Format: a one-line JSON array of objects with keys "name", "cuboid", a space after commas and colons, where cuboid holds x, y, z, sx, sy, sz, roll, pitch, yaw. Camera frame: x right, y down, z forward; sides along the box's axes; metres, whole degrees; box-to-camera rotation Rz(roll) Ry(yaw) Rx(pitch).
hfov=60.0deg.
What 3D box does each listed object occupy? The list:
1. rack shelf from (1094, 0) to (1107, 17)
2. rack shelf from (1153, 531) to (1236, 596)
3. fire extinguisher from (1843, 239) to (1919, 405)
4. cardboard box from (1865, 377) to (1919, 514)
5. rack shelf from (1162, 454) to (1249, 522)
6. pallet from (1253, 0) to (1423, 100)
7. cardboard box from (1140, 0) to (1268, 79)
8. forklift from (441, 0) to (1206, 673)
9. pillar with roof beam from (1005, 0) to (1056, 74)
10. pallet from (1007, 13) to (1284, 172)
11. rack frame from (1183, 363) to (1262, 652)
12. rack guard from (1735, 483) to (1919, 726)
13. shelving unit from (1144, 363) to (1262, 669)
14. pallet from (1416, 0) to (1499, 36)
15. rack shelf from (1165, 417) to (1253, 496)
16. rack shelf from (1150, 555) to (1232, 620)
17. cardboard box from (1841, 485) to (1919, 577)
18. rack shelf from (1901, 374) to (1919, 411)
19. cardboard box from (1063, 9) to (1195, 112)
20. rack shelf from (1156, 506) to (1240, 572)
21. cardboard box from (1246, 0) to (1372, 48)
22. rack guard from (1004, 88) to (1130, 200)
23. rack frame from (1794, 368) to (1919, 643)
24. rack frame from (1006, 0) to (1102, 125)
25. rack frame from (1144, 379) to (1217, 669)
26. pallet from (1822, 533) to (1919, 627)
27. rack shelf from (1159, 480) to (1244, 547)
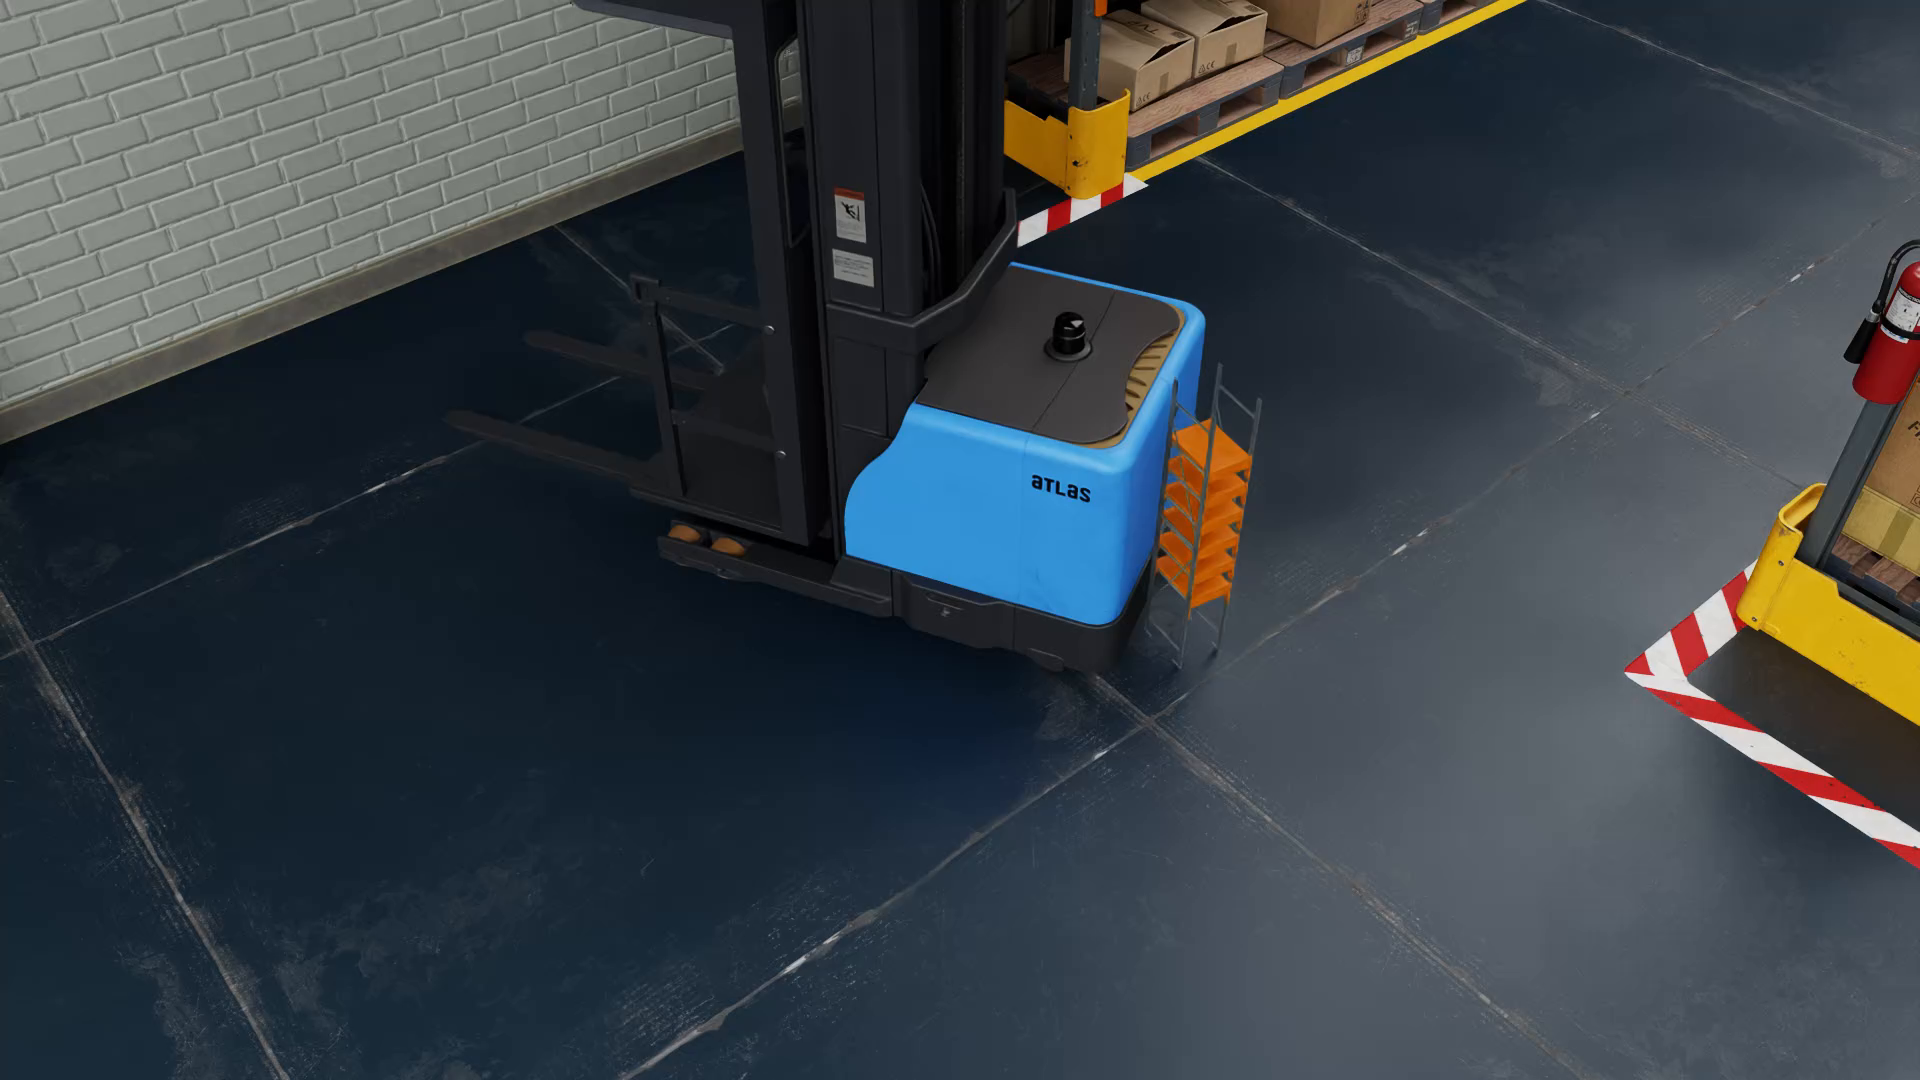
[{"name": "rack shelf", "cuboid": [1.860, -3.807, 9.138, 4.000, 0.370, 1.077, -30, 51, -28]}, {"name": "rack shelf", "cuboid": [0.850, 0.062, 6.045, 0.180, 0.103, 0.258, -21, 47, -22]}, {"name": "fire extinguisher", "cuboid": [3.118, -0.755, 5.419, 0.183, 0.674, 0.296, -30, 51, -28]}, {"name": "cardboard box", "cuboid": [3.728, -0.407, 6.146, 0.500, 0.500, 0.500, -30, 51, -28]}, {"name": "rack shelf", "cuboid": [0.853, -0.202, 5.801, 0.180, 0.103, 0.258, -21, 47, -22]}, {"name": "pallet", "cuboid": [1.965, -3.079, 9.874, 1.213, 0.211, 1.003, -30, 51, -28]}, {"name": "cardboard box", "cuboid": [1.352, -2.878, 9.266, 0.500, 0.311, 0.500, -26, 49, -25]}, {"name": "forklift", "cuboid": [-0.651, -1.230, 5.919, 3.031, 2.935, 1.130, 16, 45, 16]}, {"name": "pillar with roof beam", "cuboid": [3.070, -3.878, 4.306, 0.400, 9.000, 9.100, -30, 51, -28]}, {"name": "pallet", "cuboid": [1.030, -2.546, 9.306, 1.213, 0.211, 1.003, -30, 51, -28]}, {"name": "rack frame", "cuboid": [0.931, -0.089, 5.967, 0.006, 1.200, 0.240, -21, 47, -22]}, {"name": "rack guard", "cuboid": [3.489, 0.331, 6.032, 0.348, 0.500, 1.175, -30, 51, -28]}, {"name": "shelving unit", "cuboid": [0.852, -0.059, 5.934, 0.189, 1.200, 0.258, -21, 47, -22]}, {"name": "pallet", "cuboid": [2.902, -3.617, 10.447, 1.213, 0.211, 1.003, -30, 51, -28]}, {"name": "rack shelf", "cuboid": [0.854, -0.290, 5.720, 0.180, 0.103, 0.258, -21, 47, -22]}, {"name": "rack shelf", "cuboid": [0.849, 0.150, 6.127, 0.180, 0.103, 0.258, -21, 47, -22]}, {"name": "cardboard box", "cuboid": [3.729, -0.132, 6.401, 0.500, 0.250, 0.500, -30, 51, -28]}, {"name": "rack shelf", "cuboid": [5.041, -1.207, 6.370, 4.000, 0.370, 1.077, -30, 51, -28]}, {"name": "cardboard box", "cuboid": [0.914, -2.627, 8.999, 0.500, 0.311, 0.500, 33, 52, 30]}, {"name": "rack shelf", "cuboid": [0.851, -0.026, 5.964, 0.180, 0.103, 0.258, -21, 47, -22]}, {"name": "cardboard box", "cuboid": [1.947, -3.243, 9.516, 0.500, 0.500, 0.700, -33, 52, -30]}, {"name": "rack guard", "cuboid": [0.384, -2.313, 8.847, 0.348, 0.500, 1.175, -30, 51, -28]}, {"name": "rack frame", "cuboid": [3.507, -0.591, 5.188, 0.127, 3.000, 1.000, -30, 51, -28]}, {"name": "rack frame", "cuboid": [0.326, -3.190, 7.956, 0.127, 3.000, 1.000, -30, 51, -28]}, {"name": "rack frame", "cuboid": [0.772, -0.028, 5.900, 0.006, 1.200, 0.240, -21, 47, -22]}, {"name": "pallet", "cuboid": [4.067, 0.068, 6.524, 1.213, 0.211, 1.003, -30, 51, -28]}, {"name": "rack shelf", "cuboid": [0.852, -0.114, 5.882, 0.180, 0.103, 0.258, -21, 47, -22]}]
